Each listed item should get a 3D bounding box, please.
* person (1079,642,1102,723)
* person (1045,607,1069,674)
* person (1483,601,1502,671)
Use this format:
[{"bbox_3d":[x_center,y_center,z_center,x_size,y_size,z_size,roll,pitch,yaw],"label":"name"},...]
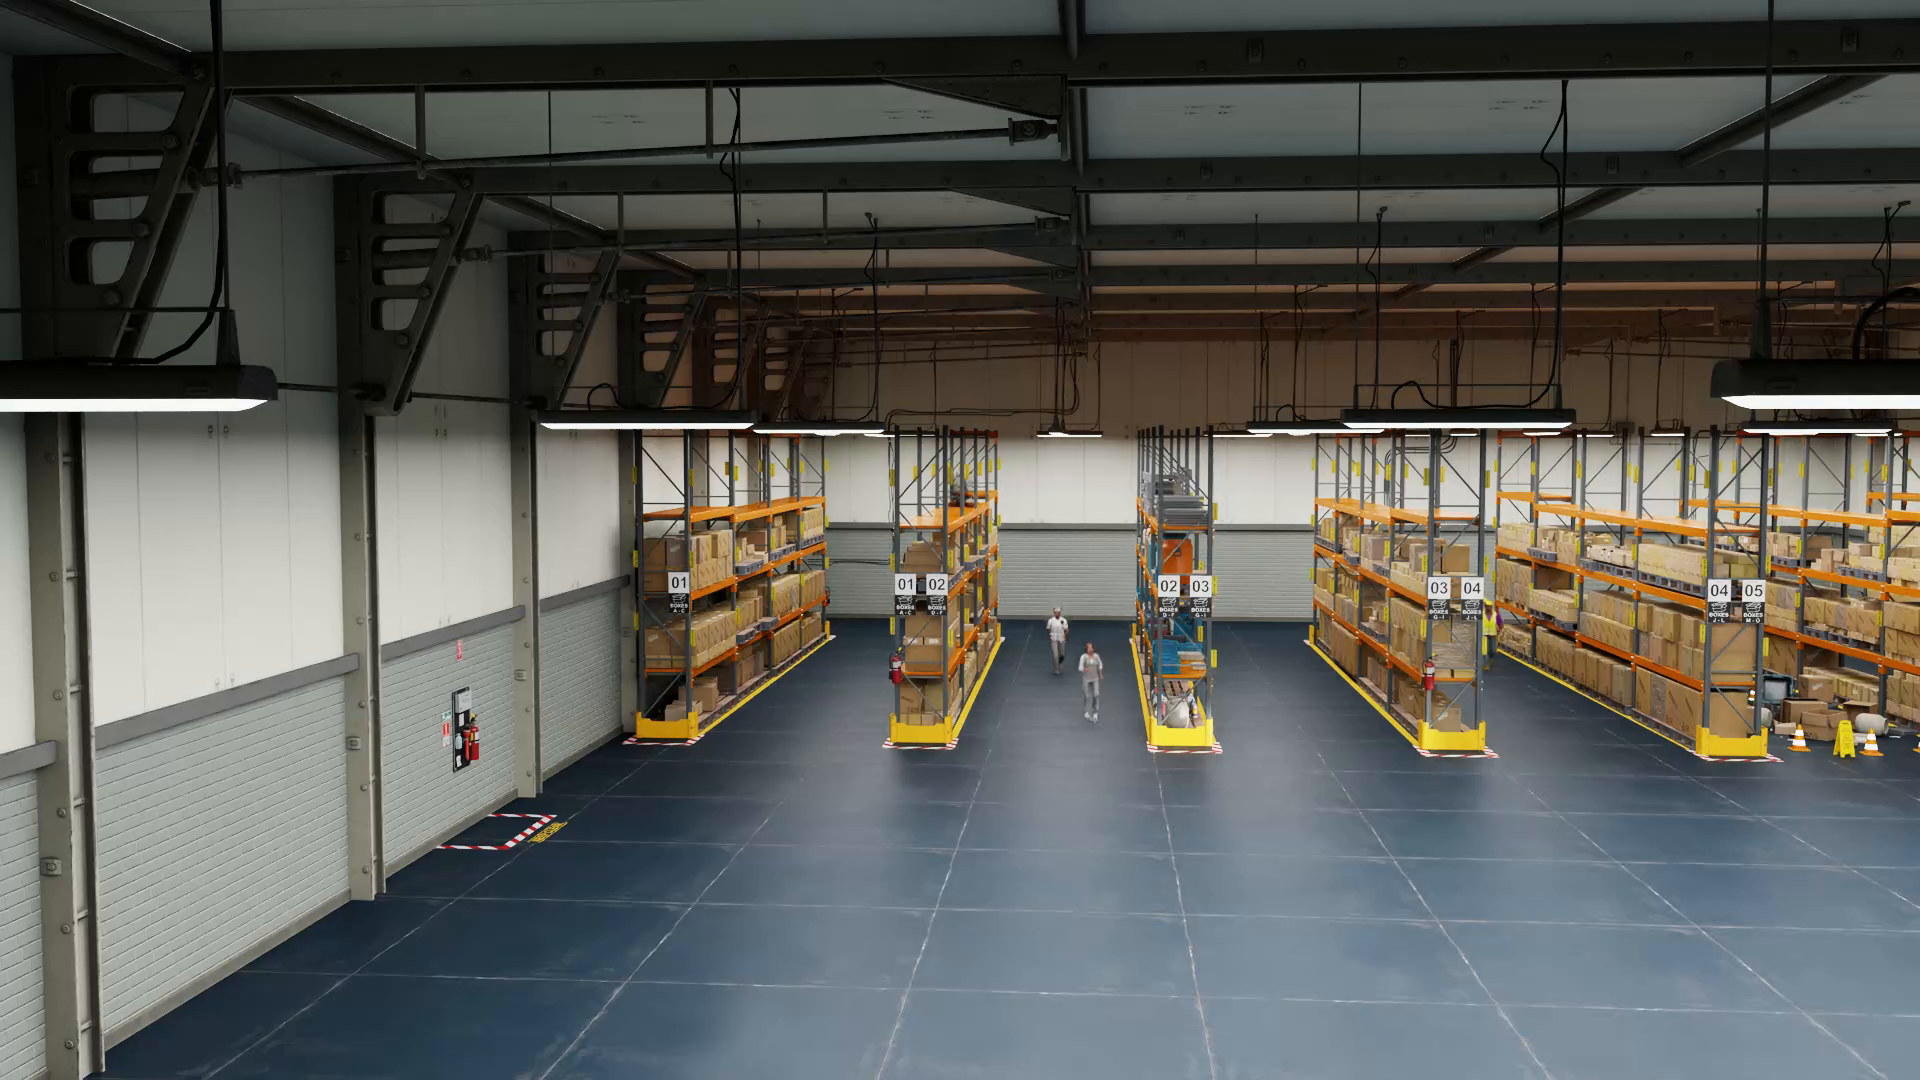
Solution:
[{"bbox_3d":[2.663,2.891,33.816,0.507,1.621,0.682,0,3,-2],"label":"person"},{"bbox_3d":[2.378,2.444,40.741,0.574,1.649,0.586,0,3,0],"label":"person"},{"bbox_3d":[13.149,2.372,41.423,0.707,1.726,0.753,1,3,10],"label":"person"}]
